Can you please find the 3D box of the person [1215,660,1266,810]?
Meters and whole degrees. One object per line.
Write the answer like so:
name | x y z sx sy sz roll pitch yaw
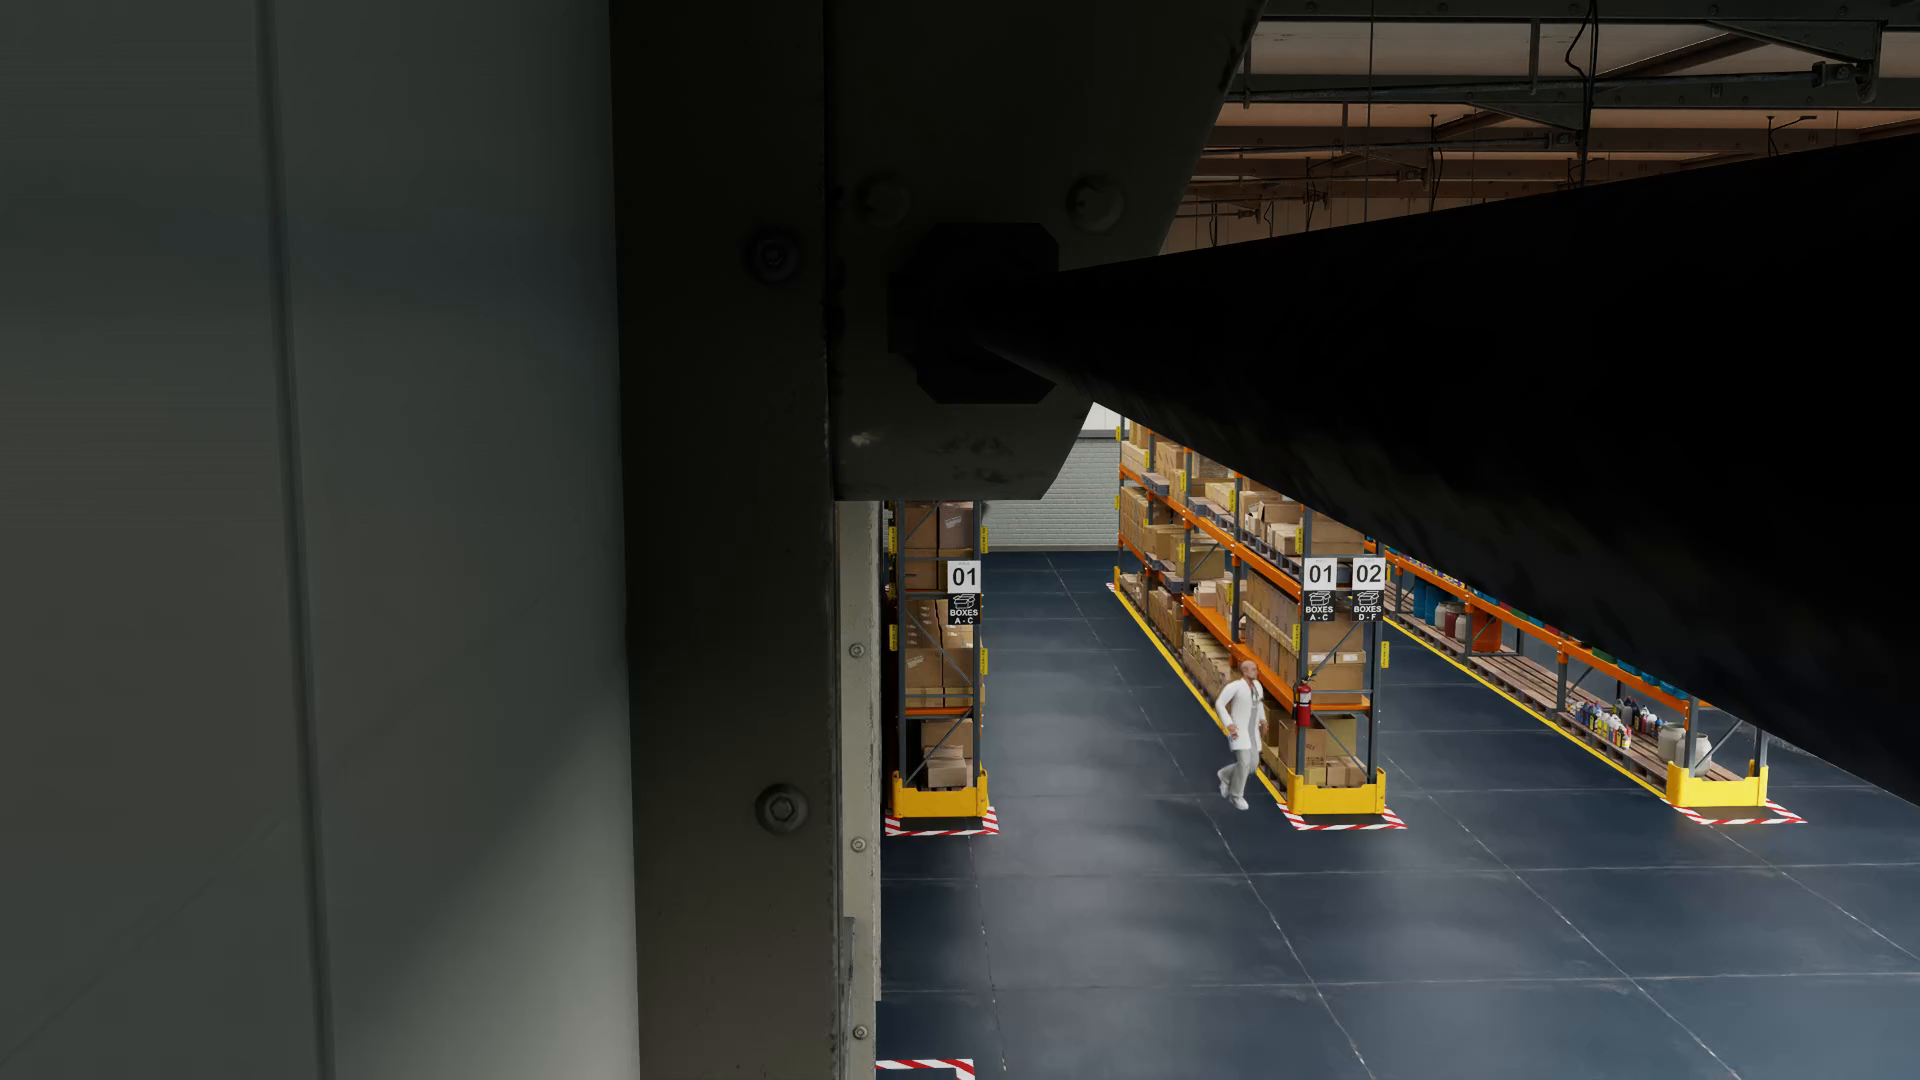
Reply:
person | 3.425 2.319 20.143 0.758 1.735 0.671 -6 10 -35
